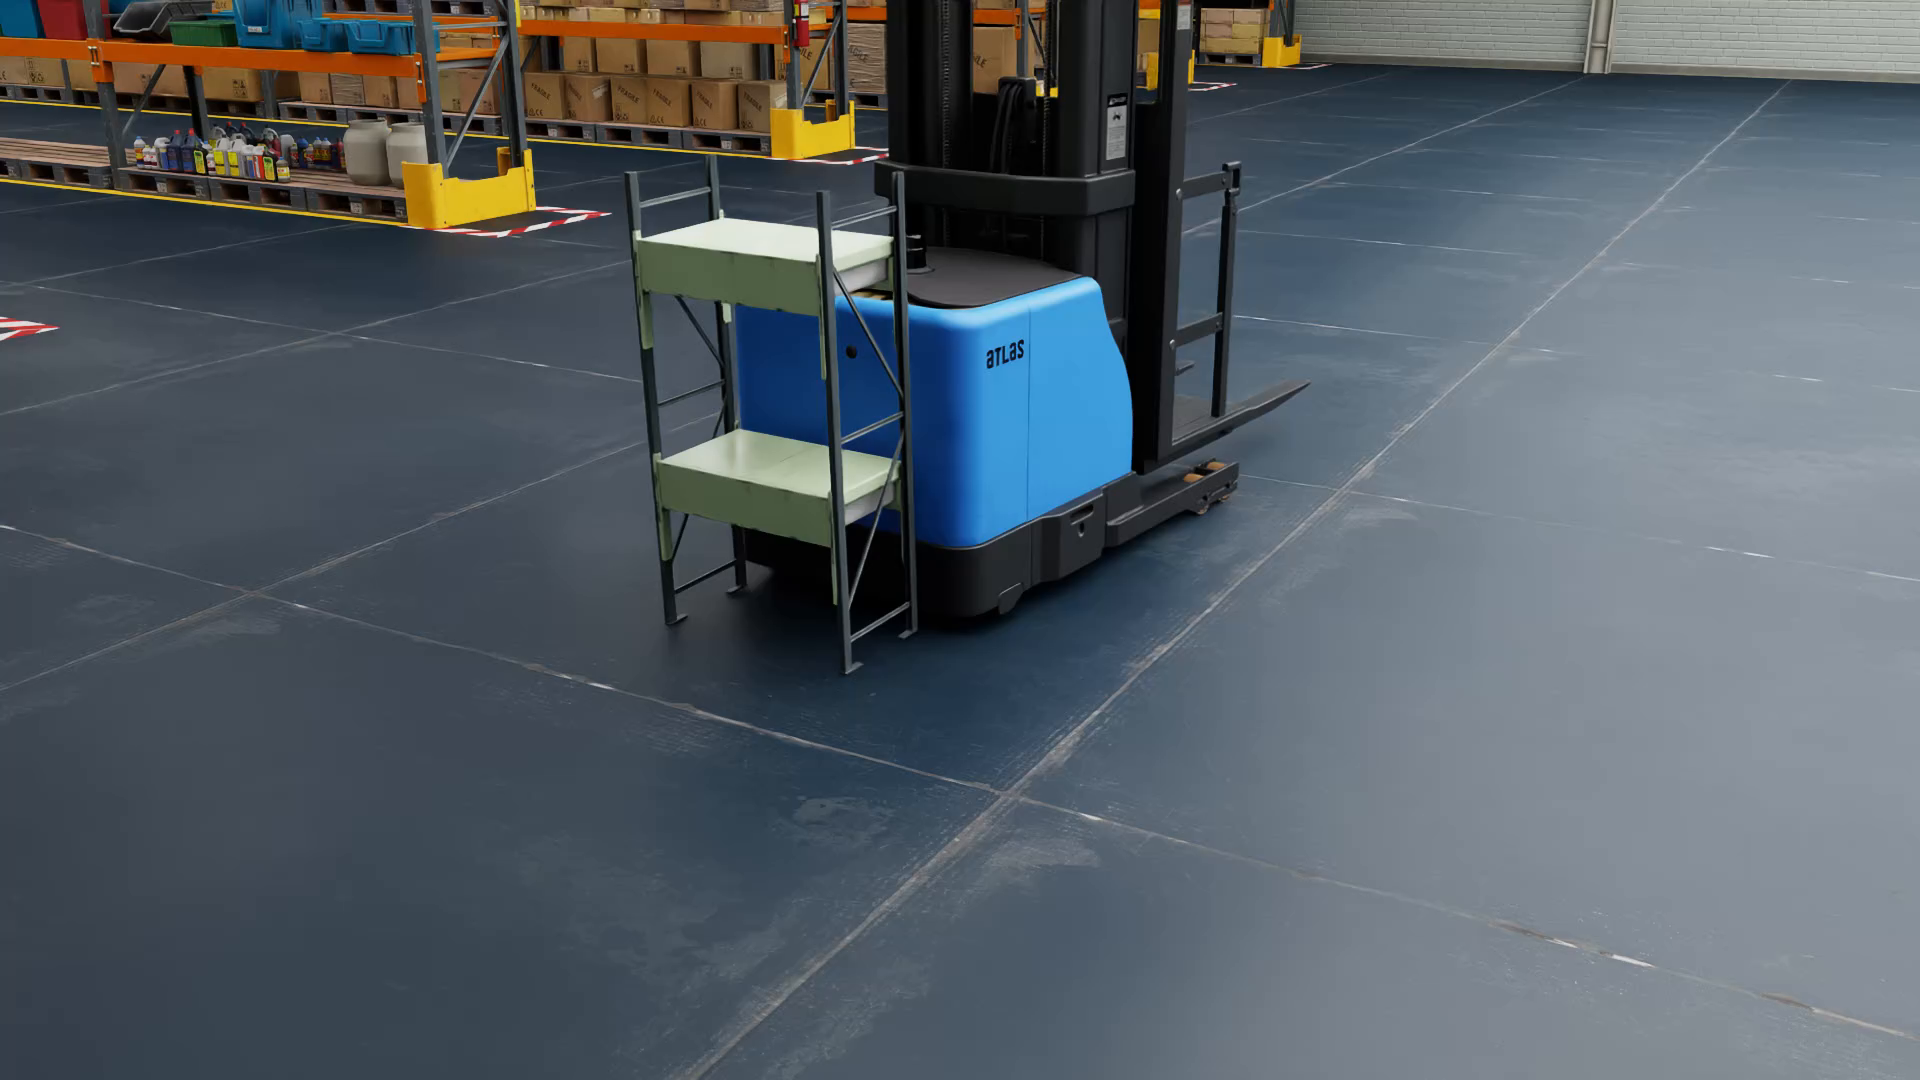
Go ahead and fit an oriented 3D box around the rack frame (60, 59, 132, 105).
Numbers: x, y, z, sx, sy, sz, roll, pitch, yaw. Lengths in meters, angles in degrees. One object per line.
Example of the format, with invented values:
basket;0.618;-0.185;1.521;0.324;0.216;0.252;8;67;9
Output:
rack frame;-11.969;-7.536;22.742;0.127;3.000;1.000;11;23;27

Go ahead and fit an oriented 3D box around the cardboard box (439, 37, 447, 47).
cardboard box;-8.020;-7.646;26.095;0.500;0.500;0.500;11;23;28

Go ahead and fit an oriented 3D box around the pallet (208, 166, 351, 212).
pallet;-5.765;-3.094;14.585;1.213;0.211;1.003;11;23;27

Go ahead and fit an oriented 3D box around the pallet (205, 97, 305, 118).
pallet;-9.129;-5.714;21.807;1.213;0.211;1.003;11;23;27

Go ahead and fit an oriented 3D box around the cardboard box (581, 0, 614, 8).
cardboard box;-3.717;-6.153;18.345;0.500;0.500;0.875;11;23;27

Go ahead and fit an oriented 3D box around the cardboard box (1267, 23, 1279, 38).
cardboard box;5.448;-9.249;30.147;0.500;0.250;0.500;11;23;28

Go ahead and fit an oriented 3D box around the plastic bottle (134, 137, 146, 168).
plastic bottle;-7.336;-3.472;14.894;0.097;0.271;0.097;0;20;0

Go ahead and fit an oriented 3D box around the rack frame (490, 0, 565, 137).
rack frame;-4.985;-6.206;19.075;0.127;3.000;1.000;11;23;27

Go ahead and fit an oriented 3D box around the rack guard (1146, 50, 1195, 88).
rack guard;3.274;-7.329;25.835;0.348;0.500;1.175;11;23;27

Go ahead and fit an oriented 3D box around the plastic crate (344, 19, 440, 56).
plastic crate;-4.491;-3.991;13.185;0.616;0.251;0.499;11;23;27

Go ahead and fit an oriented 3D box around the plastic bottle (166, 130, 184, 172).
plastic bottle;-6.898;-3.435;14.676;0.185;0.351;0.144;11;23;29

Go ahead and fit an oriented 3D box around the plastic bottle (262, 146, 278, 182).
plastic bottle;-5.837;-3.185;14.085;0.133;0.283;0.061;11;23;29

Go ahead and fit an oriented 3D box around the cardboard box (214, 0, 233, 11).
cardboard box;-9.029;-6.926;20.914;0.500;0.500;0.500;12;23;29

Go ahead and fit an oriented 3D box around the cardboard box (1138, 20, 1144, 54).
cardboard box;2.513;-7.804;25.797;0.500;0.500;0.500;11;23;28

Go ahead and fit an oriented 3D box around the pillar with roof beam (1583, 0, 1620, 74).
pillar with roof beam;8.728;-10.894;23.201;0.400;9.000;9.100;11;23;27

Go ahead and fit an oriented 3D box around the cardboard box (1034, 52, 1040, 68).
cardboard box;1.167;-7.710;26.636;0.500;0.250;0.500;10;22;27

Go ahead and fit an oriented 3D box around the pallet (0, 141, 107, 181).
pallet;-9.174;-3.742;16.372;1.213;0.211;1.003;11;23;27

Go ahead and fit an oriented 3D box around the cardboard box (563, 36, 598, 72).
cardboard box;-5.482;-7.343;24.892;0.750;0.750;1.050;10;22;27

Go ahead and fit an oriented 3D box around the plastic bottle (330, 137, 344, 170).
plastic bottle;-5.528;-3.434;14.770;0.133;0.283;0.061;11;23;28

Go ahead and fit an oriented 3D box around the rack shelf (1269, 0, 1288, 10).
rack shelf;4.011;-9.964;30.489;4.000;0.370;1.077;11;23;27

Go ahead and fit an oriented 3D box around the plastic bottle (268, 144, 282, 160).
plastic bottle;-5.881;-3.253;14.272;0.133;0.283;0.061;11;23;27

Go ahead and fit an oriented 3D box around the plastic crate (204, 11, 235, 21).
plastic crate;-6.302;-4.558;14.751;0.616;0.251;0.499;11;23;27

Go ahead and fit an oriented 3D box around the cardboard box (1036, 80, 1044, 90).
cardboard box;1.211;-6.767;24.803;0.380;0.149;0.250;-11;23;-29

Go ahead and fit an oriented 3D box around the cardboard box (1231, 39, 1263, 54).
cardboard box;5.193;-8.858;29.803;0.500;0.250;0.500;11;23;28

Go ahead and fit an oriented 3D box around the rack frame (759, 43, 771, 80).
rack frame;-2.478;-7.666;23.099;0.127;3.000;1.000;11;23;27

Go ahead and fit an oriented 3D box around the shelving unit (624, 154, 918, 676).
shelving unit;-0.578;-0.406;5.263;0.755;1.500;0.431;13;25;31

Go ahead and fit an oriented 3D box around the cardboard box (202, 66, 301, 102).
cardboard box;-9.070;-6.191;21.533;0.875;0.875;1.225;10;22;25

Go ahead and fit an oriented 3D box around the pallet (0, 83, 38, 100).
pallet;-13.664;-6.578;24.189;1.213;0.211;1.003;11;23;27

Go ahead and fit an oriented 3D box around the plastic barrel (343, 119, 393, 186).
plastic barrel;-4.958;-3.264;13.998;0.421;0.512;0.421;0;20;0

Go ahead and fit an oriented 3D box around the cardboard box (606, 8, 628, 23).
cardboard box;-3.628;-5.717;18.095;0.250;0.149;0.380;11;23;27

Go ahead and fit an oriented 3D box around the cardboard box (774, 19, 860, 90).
cardboard box;-1.963;-6.739;23.044;0.875;0.875;0.875;11;23;28

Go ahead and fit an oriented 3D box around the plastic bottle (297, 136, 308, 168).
plastic bottle;-5.903;-3.492;14.949;0.097;0.271;0.097;0;20;0

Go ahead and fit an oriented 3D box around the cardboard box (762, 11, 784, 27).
cardboard box;-1.843;-5.409;17.245;0.250;0.149;0.380;11;23;27

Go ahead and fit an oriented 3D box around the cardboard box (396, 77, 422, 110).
cardboard box;-6.407;-5.524;20.215;0.500;0.500;0.700;9;22;23

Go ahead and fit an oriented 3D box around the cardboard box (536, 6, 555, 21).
cardboard box;-4.500;-5.884;18.555;0.250;0.149;0.380;11;23;27

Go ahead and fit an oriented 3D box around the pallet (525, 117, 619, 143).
pallet;-4.382;-4.794;19.271;1.213;0.211;1.003;11;23;27

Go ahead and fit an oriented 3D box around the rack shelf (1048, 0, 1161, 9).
rack shelf;1.594;-8.485;26.414;4.000;0.370;1.077;11;23;27

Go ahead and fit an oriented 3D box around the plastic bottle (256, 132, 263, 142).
plastic bottle;-6.368;-3.593;15.211;0.133;0.283;0.061;13;23;31

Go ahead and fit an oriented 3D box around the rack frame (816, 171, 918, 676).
rack frame;-0.271;-0.338;5.075;0.023;1.500;0.400;13;25;31

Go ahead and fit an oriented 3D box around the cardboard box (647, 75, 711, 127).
cardboard box;-3.106;-4.871;18.444;0.500;0.500;0.500;13;24;32

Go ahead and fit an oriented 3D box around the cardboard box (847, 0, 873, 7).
cardboard box;-1.245;-7.469;22.336;0.550;0.550;0.875;11;23;27

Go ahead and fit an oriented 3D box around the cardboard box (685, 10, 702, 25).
cardboard box;-2.713;-5.577;17.708;0.250;0.149;0.380;11;23;27

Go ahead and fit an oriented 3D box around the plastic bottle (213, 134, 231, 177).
plastic bottle;-6.362;-3.333;14.395;0.185;0.351;0.144;11;22;27

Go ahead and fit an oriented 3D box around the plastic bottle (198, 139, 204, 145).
plastic bottle;-6.713;-3.410;14.722;0.097;0.271;0.097;0;20;0

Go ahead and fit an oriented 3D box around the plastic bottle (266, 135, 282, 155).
plastic bottle;-6.160;-3.494;14.938;0.133;0.283;0.061;11;23;27

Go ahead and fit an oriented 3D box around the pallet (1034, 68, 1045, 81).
pallet;1.521;-7.542;26.846;1.213;0.211;1.003;11;23;27

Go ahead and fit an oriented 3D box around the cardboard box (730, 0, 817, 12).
cardboard box;-1.960;-5.827;17.448;0.500;0.500;0.875;11;23;27

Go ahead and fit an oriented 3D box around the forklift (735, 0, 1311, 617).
forklift;0.484;-1.564;6.379;1.130;2.935;3.031;14;24;33

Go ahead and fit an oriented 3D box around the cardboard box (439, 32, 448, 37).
cardboard box;-8.037;-7.996;25.958;0.500;0.250;0.500;12;23;29
